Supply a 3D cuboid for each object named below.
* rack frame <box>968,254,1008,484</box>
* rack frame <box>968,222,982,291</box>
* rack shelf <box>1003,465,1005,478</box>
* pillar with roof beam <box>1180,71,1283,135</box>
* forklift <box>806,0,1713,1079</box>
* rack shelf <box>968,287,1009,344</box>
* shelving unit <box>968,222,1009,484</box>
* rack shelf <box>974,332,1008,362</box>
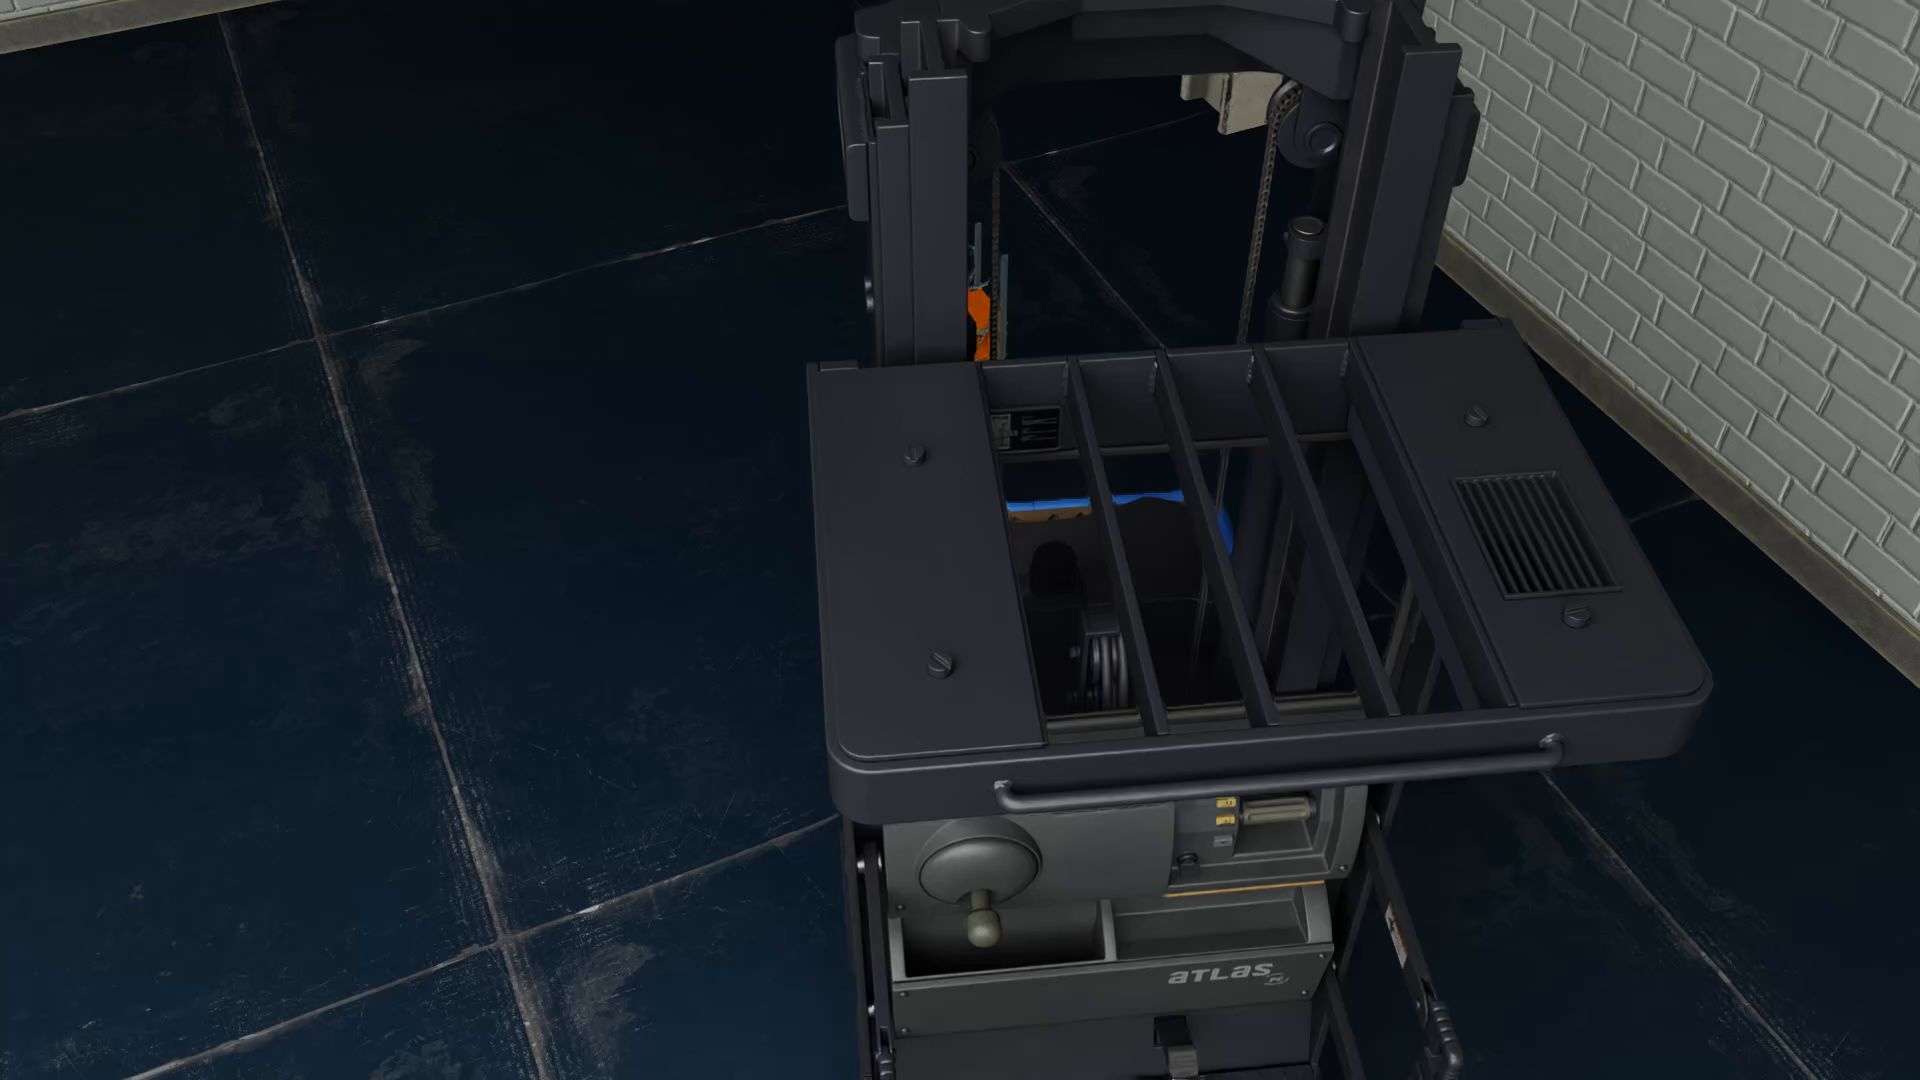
[{"bbox_3d":[0.032,-0.378,5.279,0.240,1.200,0.006,-18,47,-17],"label":"rack frame"},{"bbox_3d":[-0.045,-0.495,5.397,0.240,1.200,0.006,-18,47,-17],"label":"rack frame"},{"bbox_3d":[-0.006,-0.234,5.538,0.258,0.103,0.180,-18,47,-17],"label":"rack shelf"},{"bbox_3d":[-2.642,-3.962,3.358,9.100,9.000,0.400,-18,47,-17],"label":"pillar with roof beam"},{"bbox_3d":[0.340,0.641,3.013,1.130,2.935,3.031,-4,45,-4],"label":"forklift"},{"bbox_3d":[-0.006,-0.661,5.116,0.258,0.103,0.180,-18,47,-17],"label":"rack shelf"},{"bbox_3d":[-0.006,-0.436,5.338,0.258,1.200,0.189,-18,47,-17],"label":"shelving unit"},{"bbox_3d":[-0.006,-0.576,5.201,0.258,0.103,0.180,-18,47,-17],"label":"rack shelf"}]
